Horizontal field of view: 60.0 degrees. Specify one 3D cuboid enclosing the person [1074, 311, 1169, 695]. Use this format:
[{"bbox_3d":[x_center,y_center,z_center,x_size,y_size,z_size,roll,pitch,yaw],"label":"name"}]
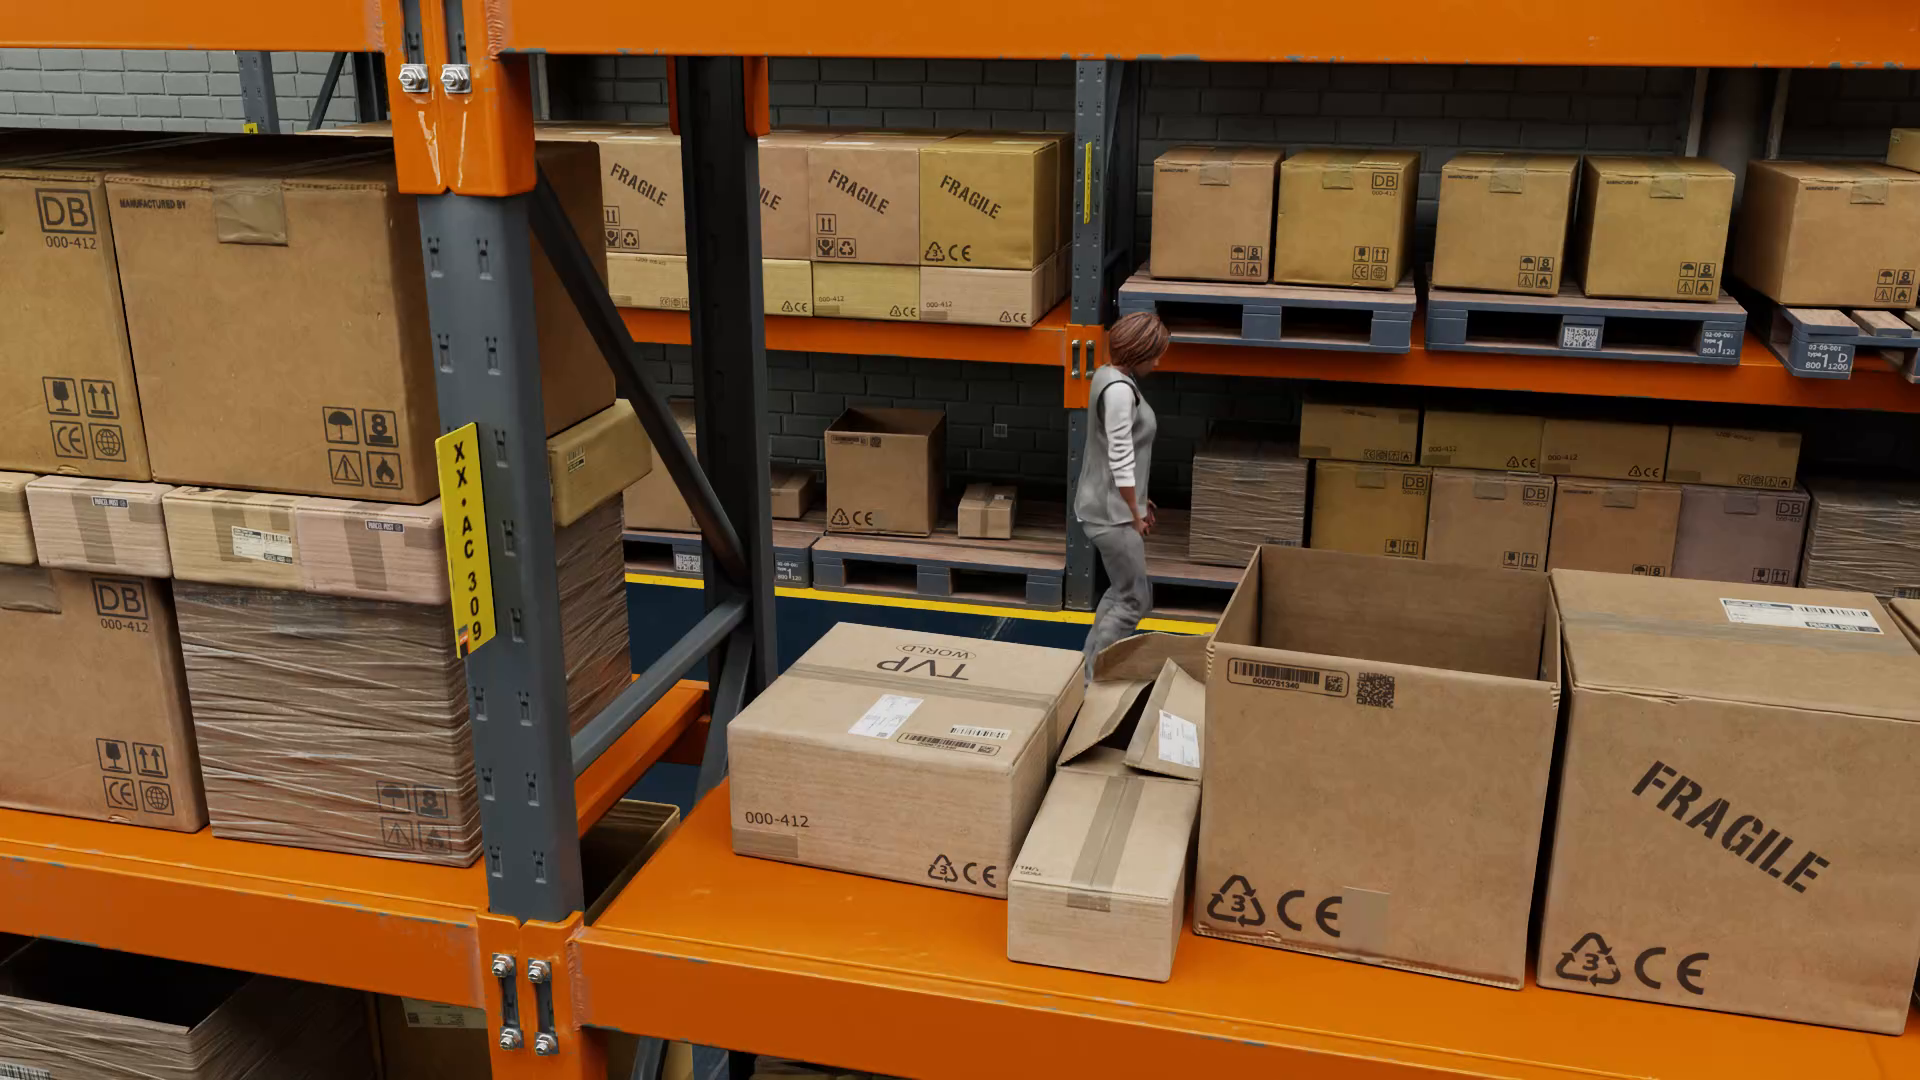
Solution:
[{"bbox_3d":[0.609,-0.093,6.425,0.340,1.564,0.417,1,19,3],"label":"person"}]
